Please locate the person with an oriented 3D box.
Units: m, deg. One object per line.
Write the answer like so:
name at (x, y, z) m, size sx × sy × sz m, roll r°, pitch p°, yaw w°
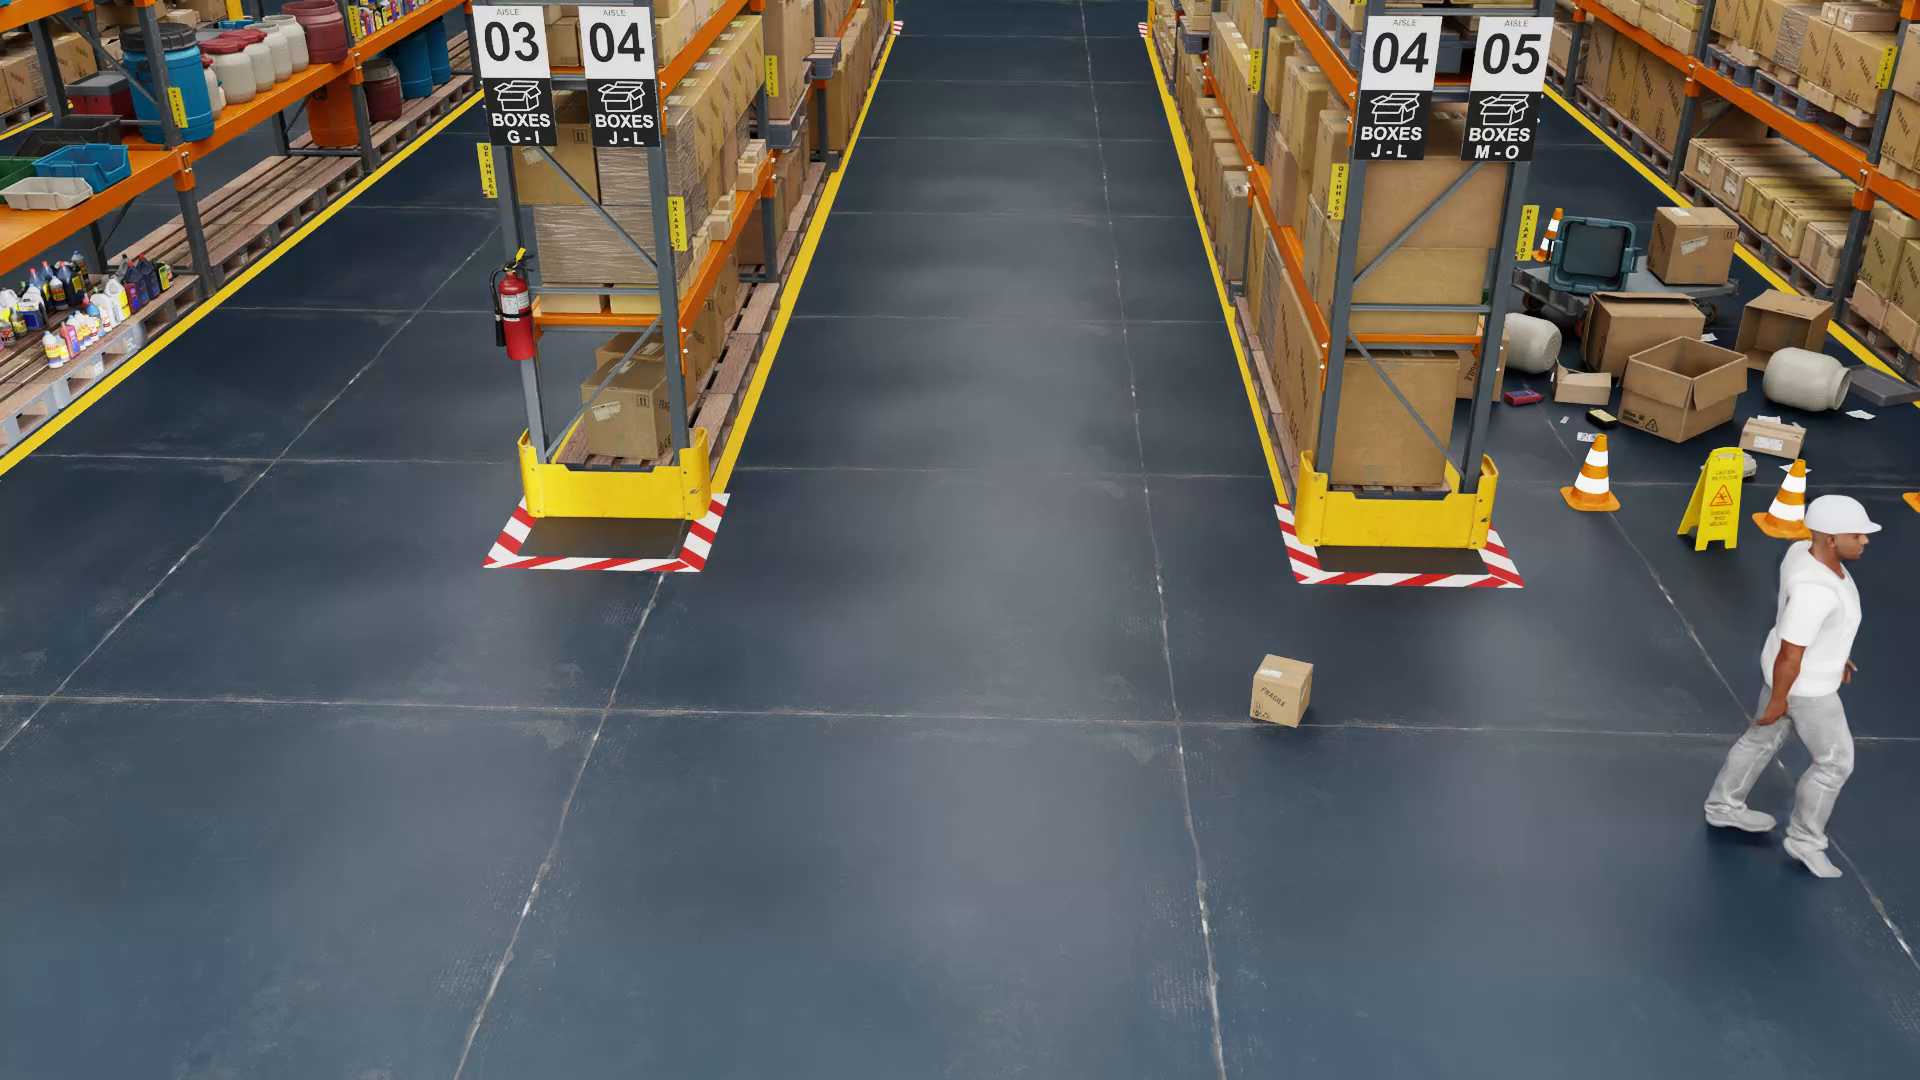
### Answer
person at (3.803, 0.644, 7.405) m, size 0.615 × 1.829 × 0.573 m, roll 9°, pitch 29°, yaw 17°
